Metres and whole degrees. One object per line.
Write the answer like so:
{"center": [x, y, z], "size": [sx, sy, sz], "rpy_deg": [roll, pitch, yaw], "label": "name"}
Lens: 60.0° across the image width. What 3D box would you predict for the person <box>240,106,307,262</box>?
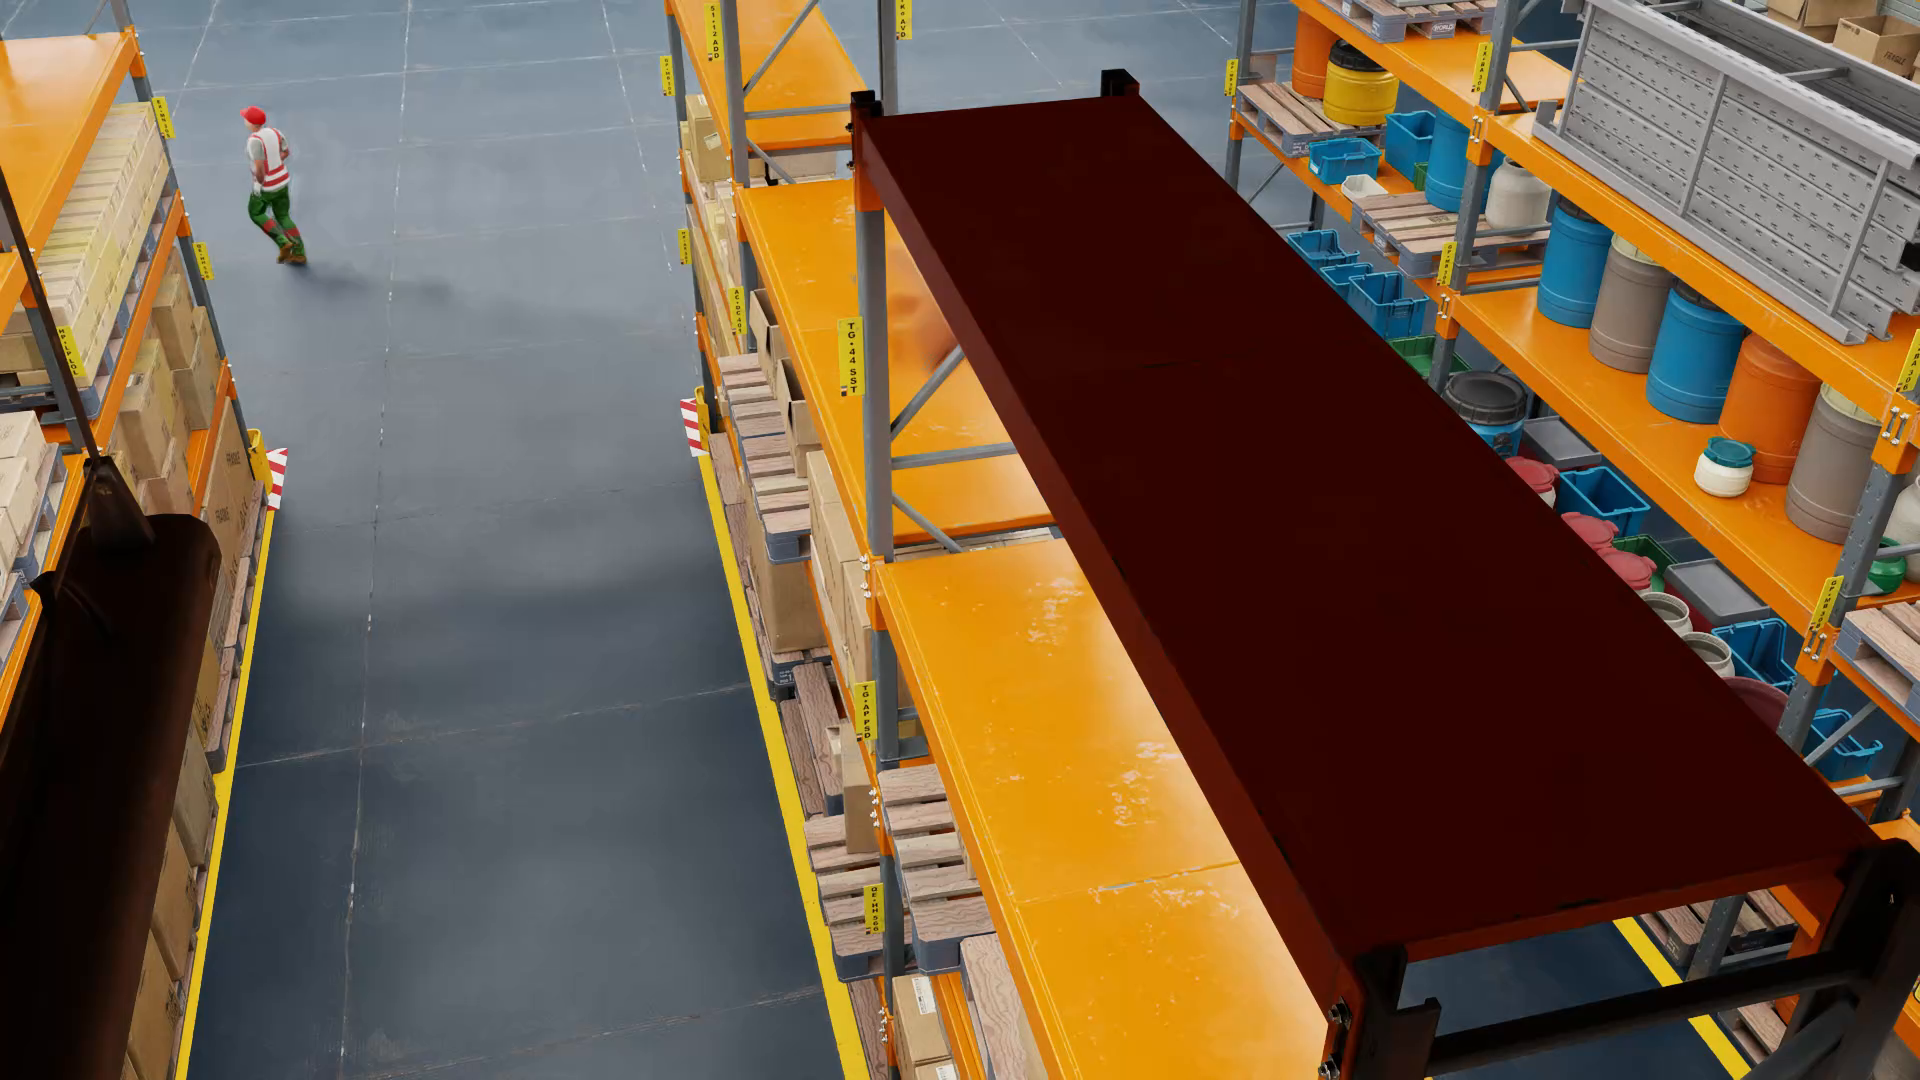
{"center": [-7.591, -3.911, 18.230], "size": [0.609, 1.744, 0.651], "rpy_deg": [14, 37, 20], "label": "person"}
